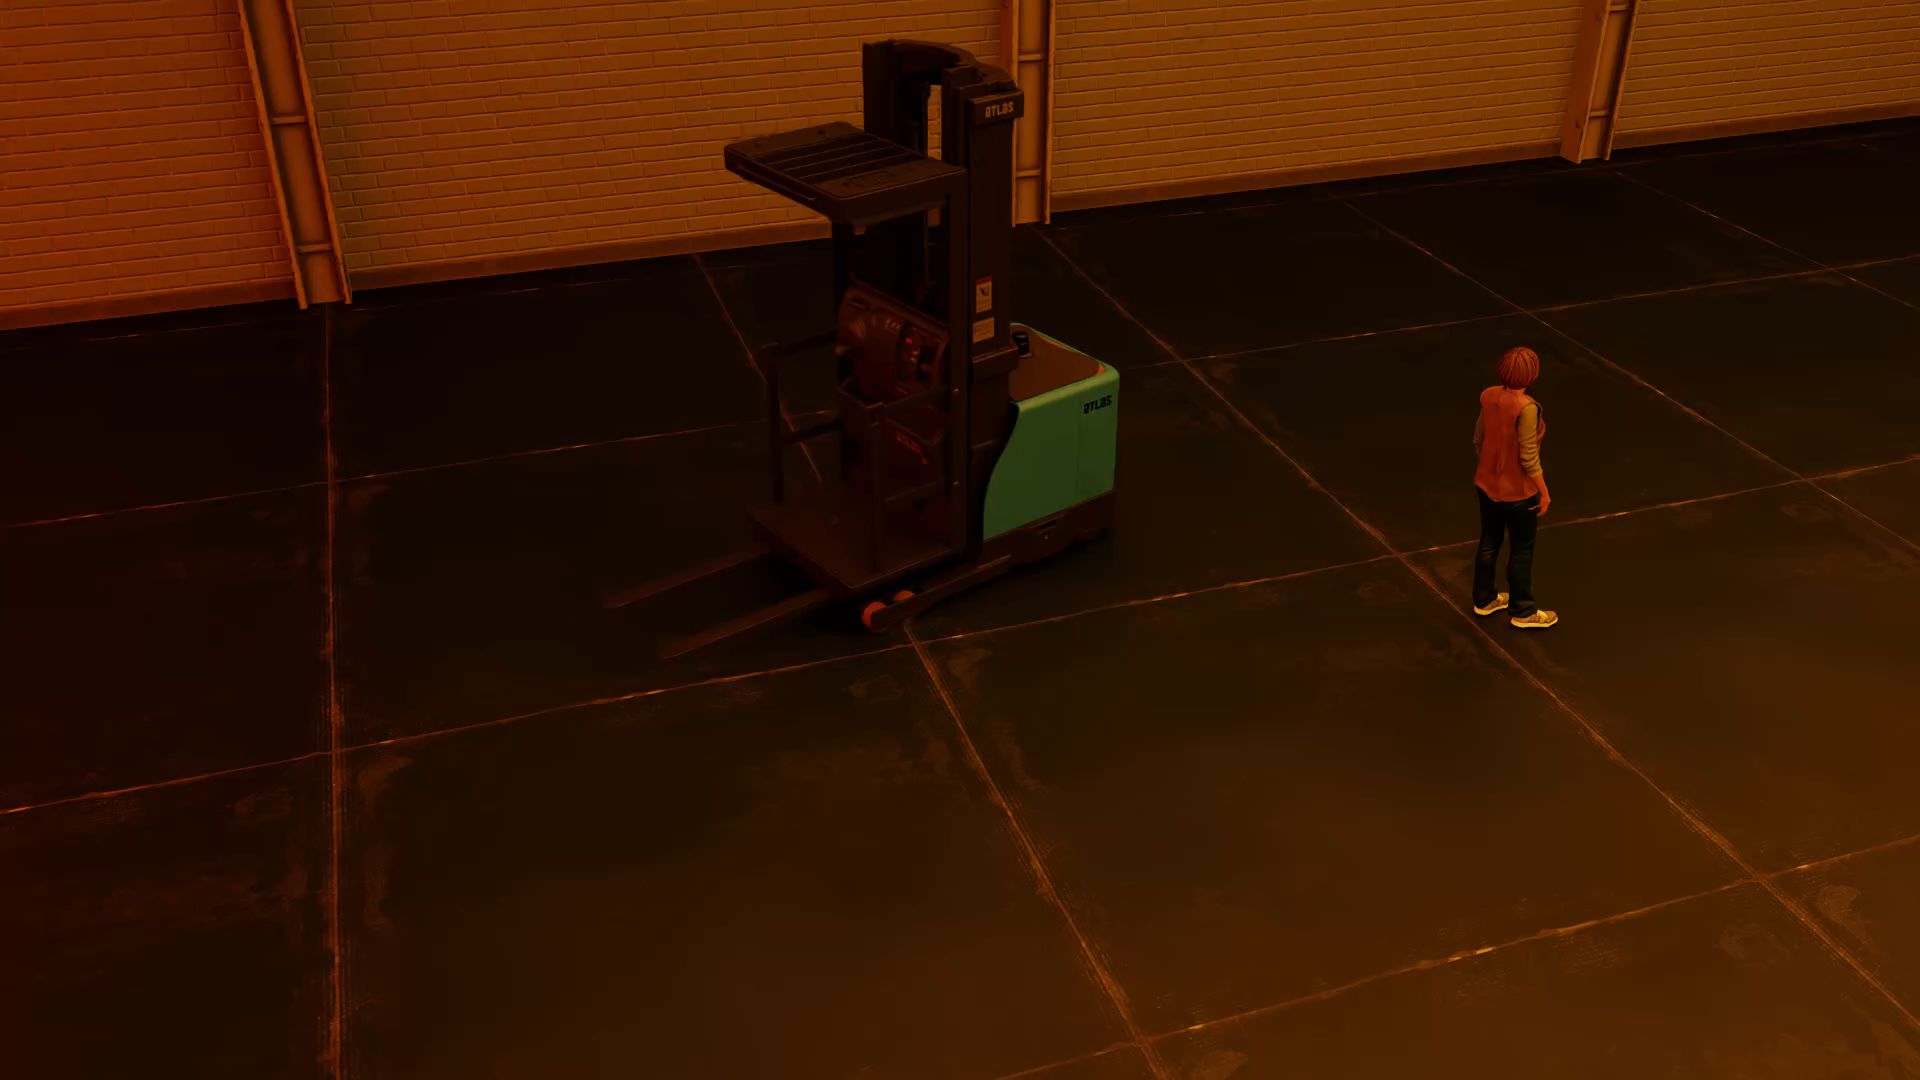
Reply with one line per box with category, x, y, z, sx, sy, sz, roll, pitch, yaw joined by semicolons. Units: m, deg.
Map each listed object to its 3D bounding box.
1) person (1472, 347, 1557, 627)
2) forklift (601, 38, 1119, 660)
person;3.000;-0.294;8.922;0.475;1.596;0.521;-13;32;-21
forklift;-0.538;-1.060;8.929;3.031;2.935;1.130;-21;36;-32
